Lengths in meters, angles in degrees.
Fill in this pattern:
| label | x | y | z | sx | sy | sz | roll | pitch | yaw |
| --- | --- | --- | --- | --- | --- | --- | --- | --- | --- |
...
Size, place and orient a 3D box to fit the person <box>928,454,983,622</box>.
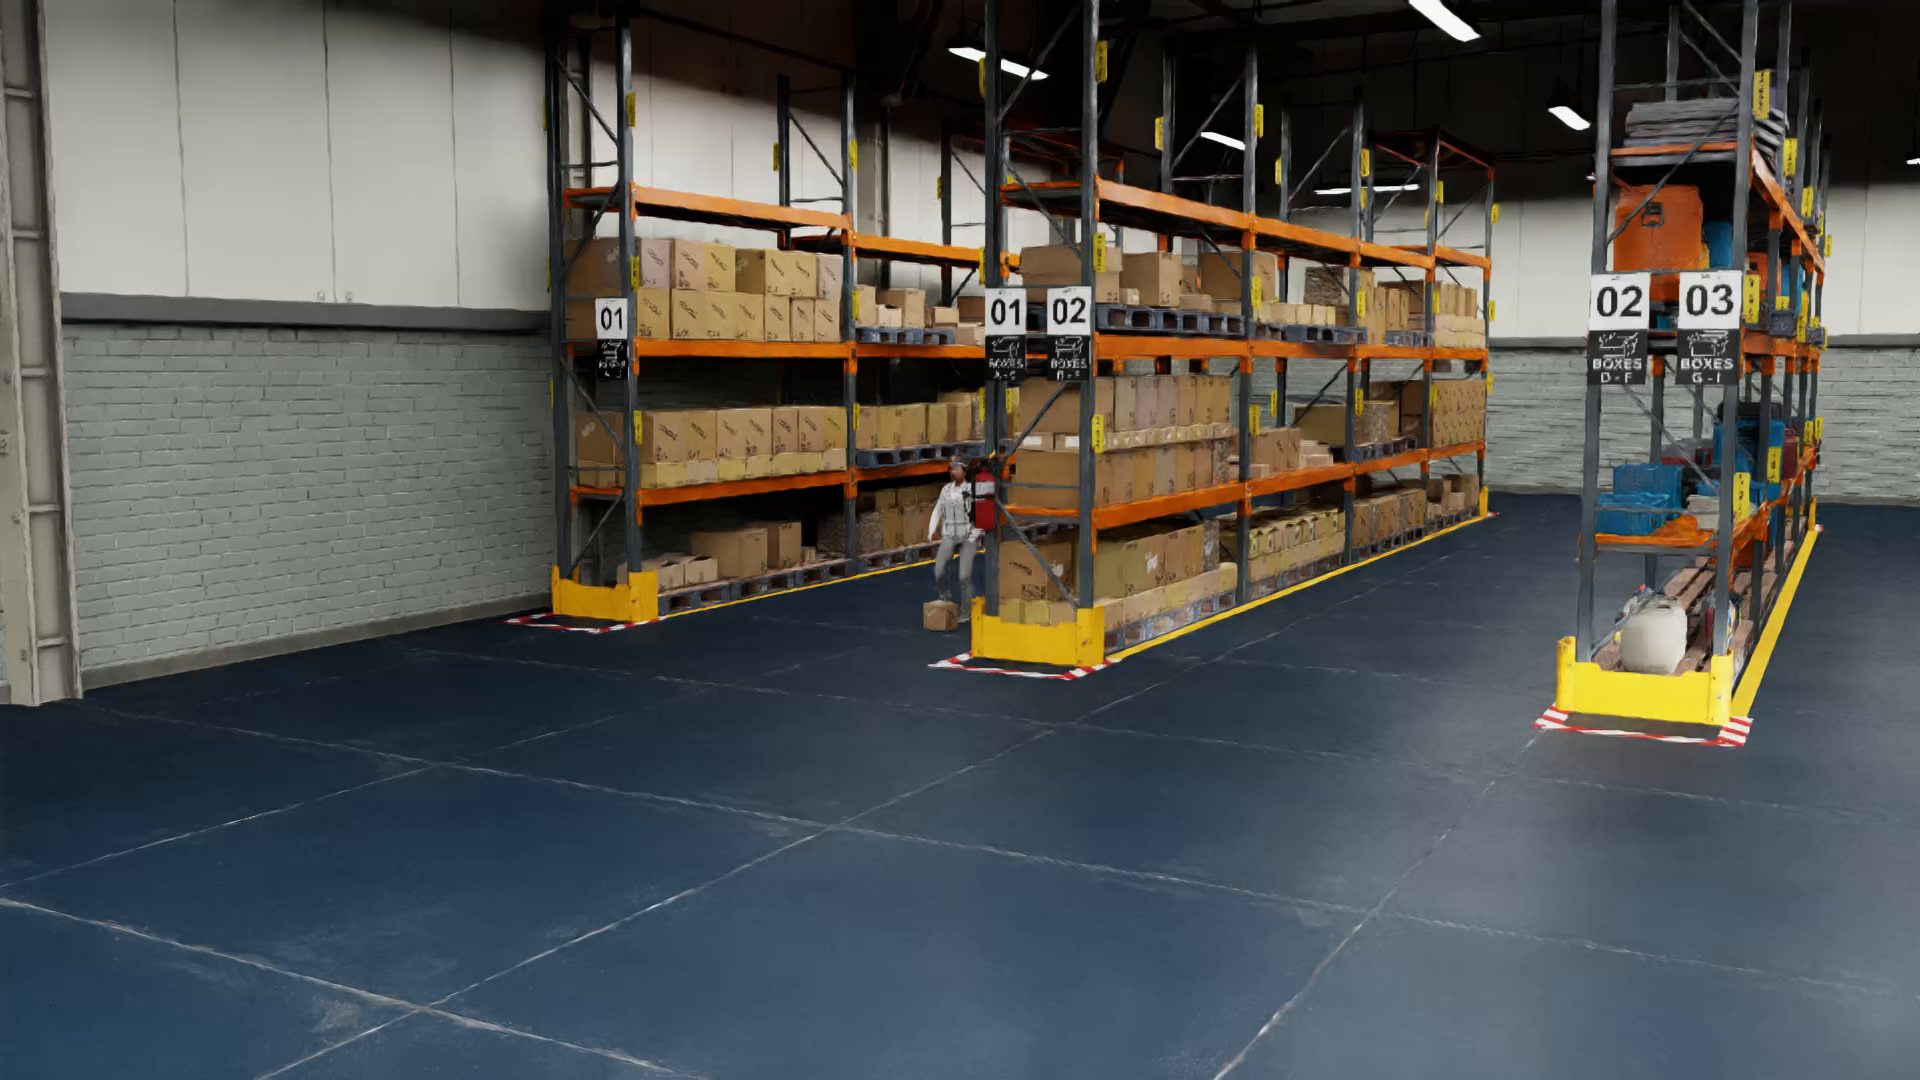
| label | x | y | z | sx | sy | sz | roll | pitch | yaw |
| --- | --- | --- | --- | --- | --- | --- | --- | --- | --- |
| person | -0.008 | -0.016 | 16.510 | 0.675 | 1.663 | 0.467 | 2 | 6 | 18 |
